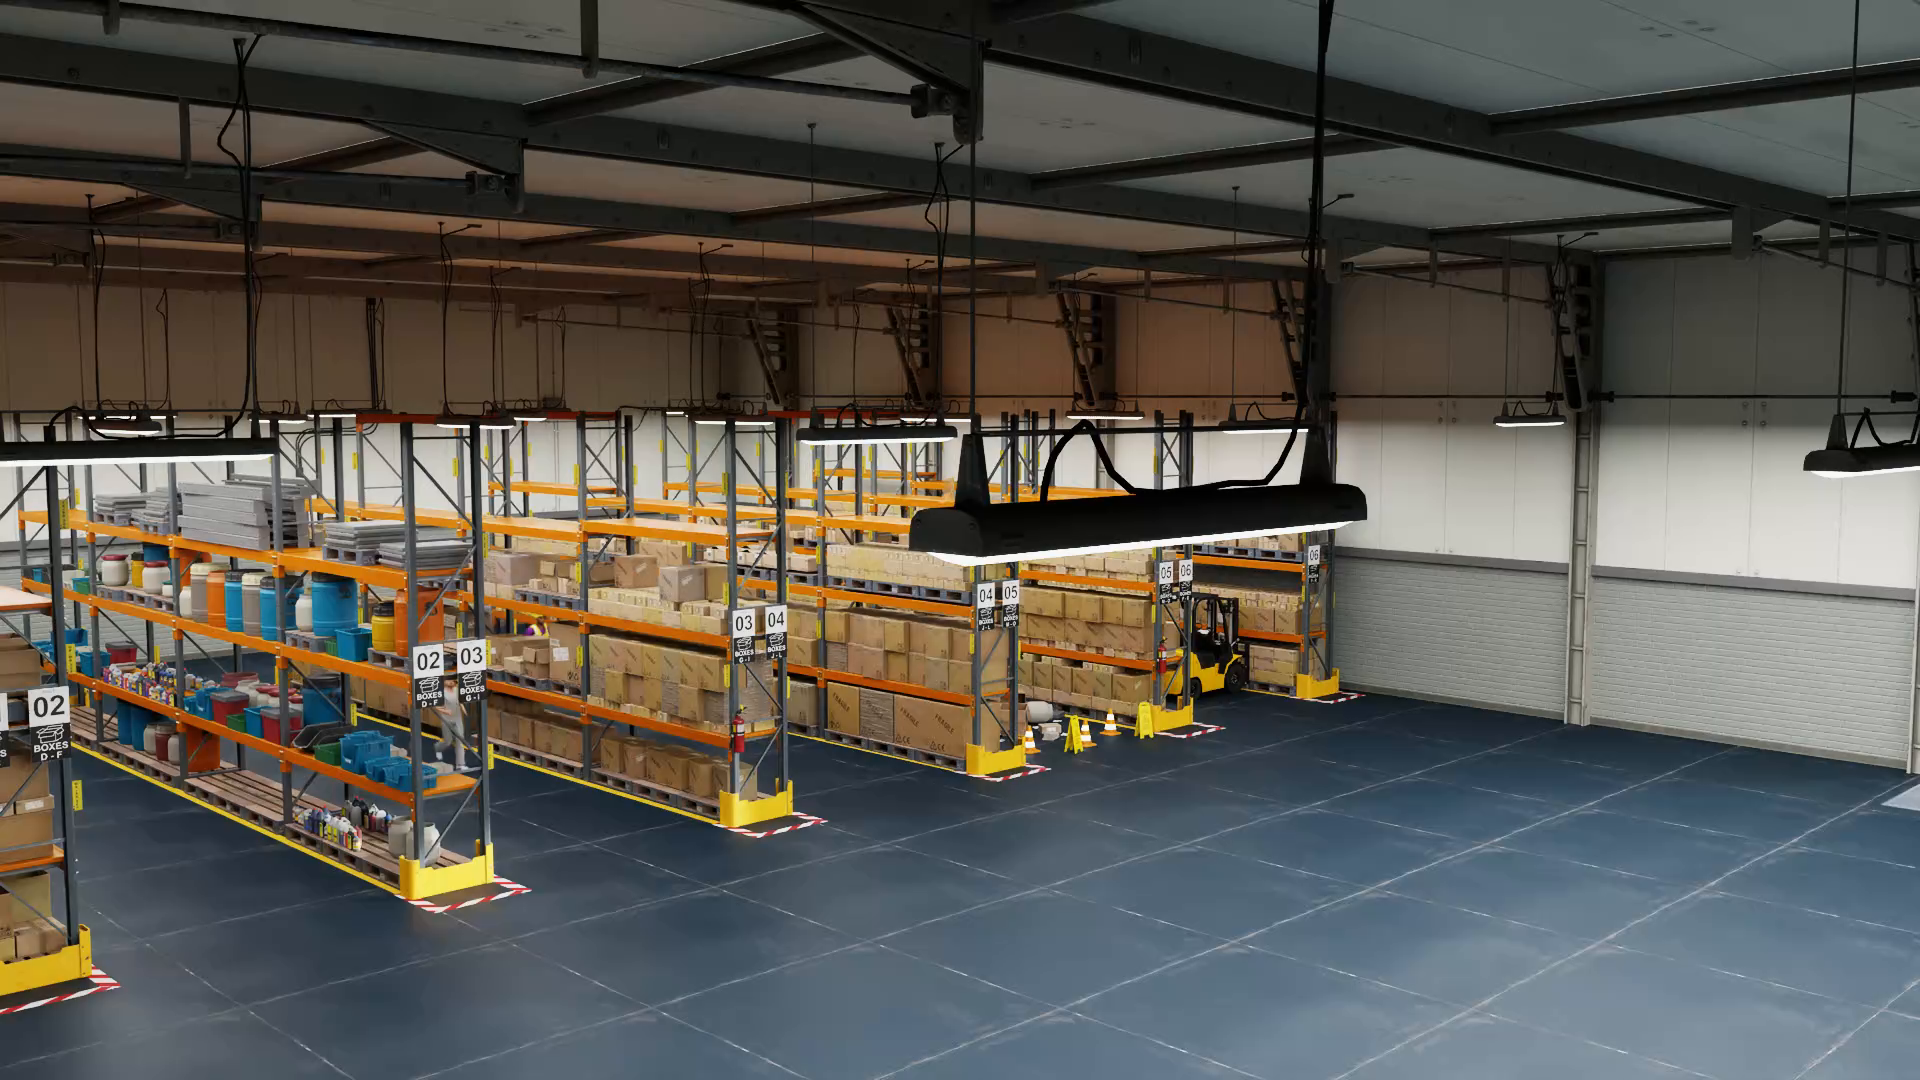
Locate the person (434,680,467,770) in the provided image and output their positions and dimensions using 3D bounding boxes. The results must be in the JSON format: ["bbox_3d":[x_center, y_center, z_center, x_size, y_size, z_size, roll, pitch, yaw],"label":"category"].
[{"bbox_3d":[-8.599,3.061,28.151,0.584,1.633,0.970,-5,7,-44],"label":"person"}]

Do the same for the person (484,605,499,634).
[{"bbox_3d":[-11.375,2.012,40.320,0.622,1.645,0.821,2,6,27],"label":"person"}]

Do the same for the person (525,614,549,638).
[{"bbox_3d":[-9.013,2.393,35.630,0.602,1.734,0.735,4,7,42],"label":"person"}]
